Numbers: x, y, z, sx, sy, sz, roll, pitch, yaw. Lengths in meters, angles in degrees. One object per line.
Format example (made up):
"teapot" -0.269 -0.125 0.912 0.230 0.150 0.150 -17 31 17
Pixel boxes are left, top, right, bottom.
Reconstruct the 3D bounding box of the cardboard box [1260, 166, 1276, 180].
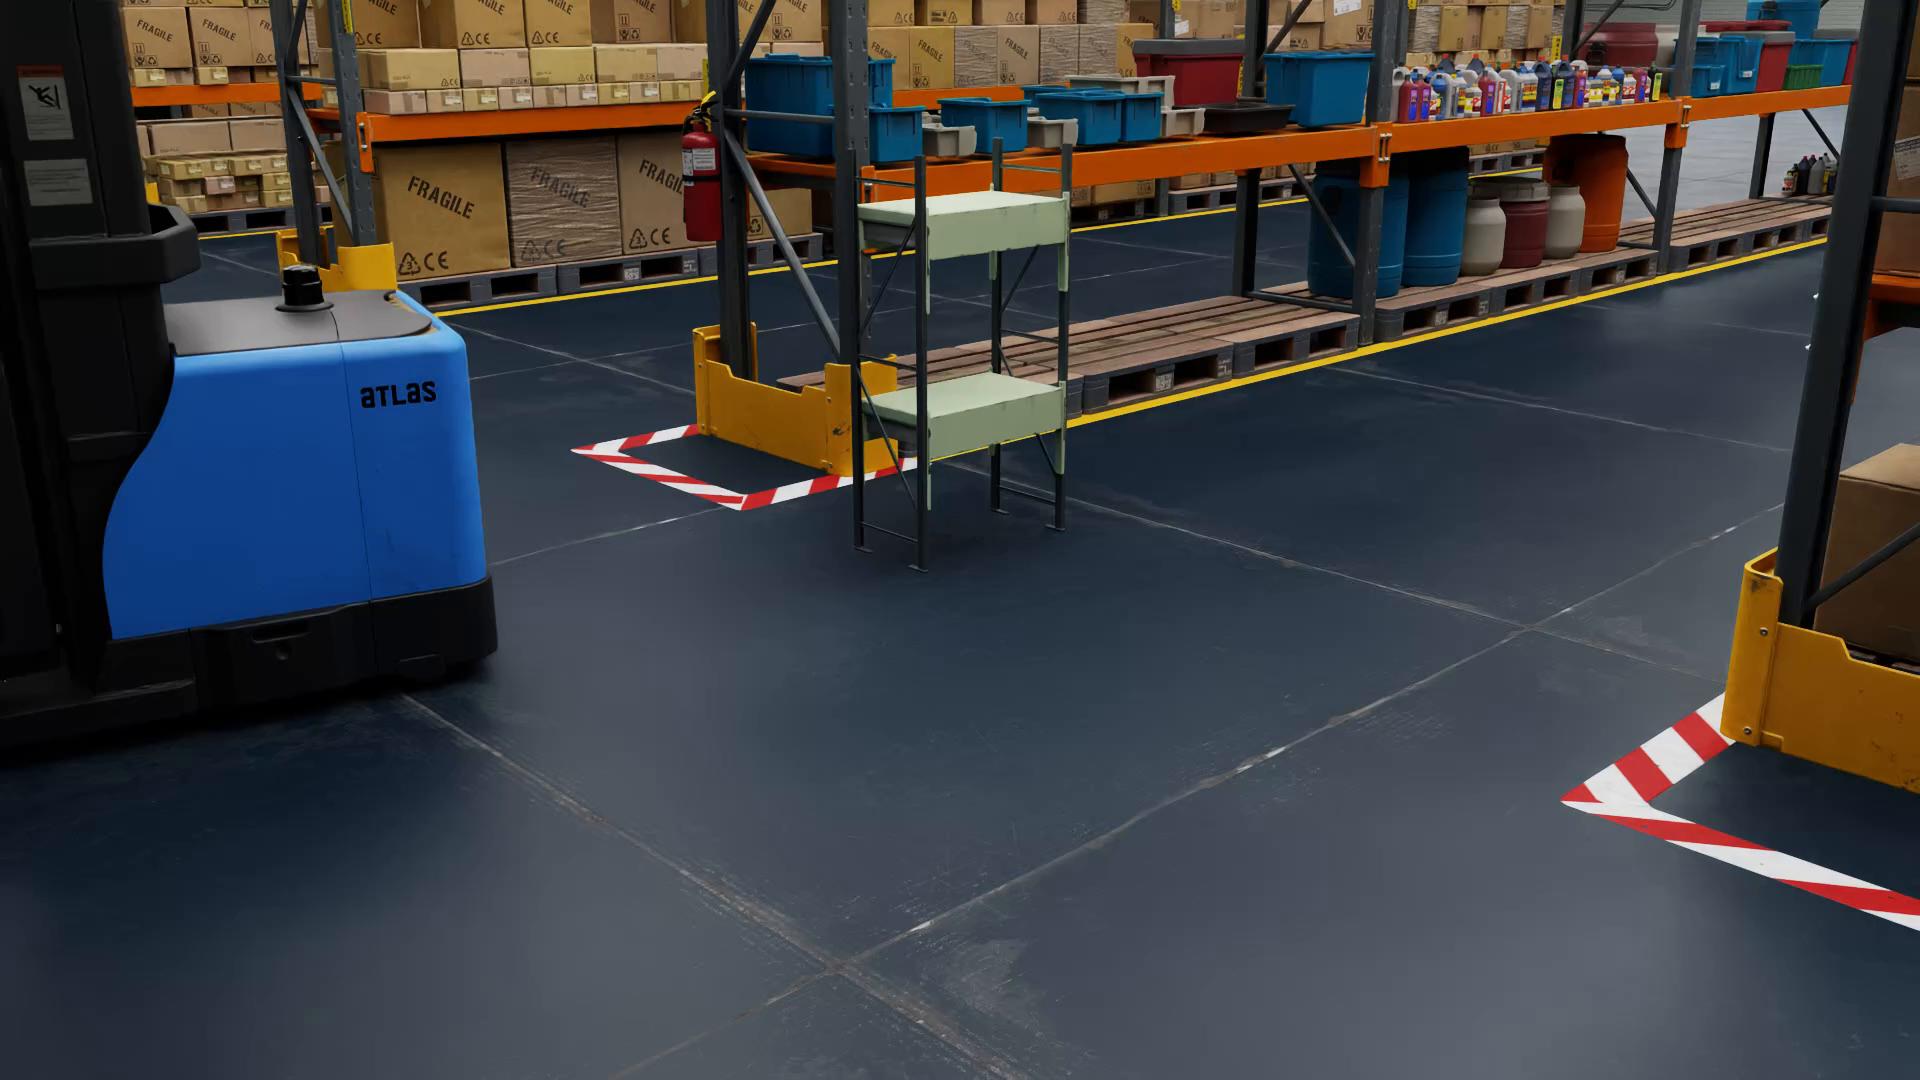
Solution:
"cardboard box" 2.912 -4.086 17.562 0.500 0.500 0.700 -14 23 -36

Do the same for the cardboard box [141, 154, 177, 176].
"cardboard box" -7.299 -3.410 15.116 0.250 0.149 0.380 -16 24 -40

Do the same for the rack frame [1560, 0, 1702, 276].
"rack frame" 5.041 -3.567 12.623 0.127 3.000 1.000 -16 24 -41

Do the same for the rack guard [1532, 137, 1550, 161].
"rack guard" 7.395 -5.167 21.610 0.348 0.500 1.175 -16 24 -41

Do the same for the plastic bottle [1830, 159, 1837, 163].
"plastic bottle" 8.712 -3.672 16.649 0.135 0.276 0.152 -16 24 -40

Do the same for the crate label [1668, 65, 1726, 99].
"crate label" 5.604 -3.493 12.665 0.416 0.233 0.303 -16 24 -41

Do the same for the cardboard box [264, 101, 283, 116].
"cardboard box" -10.238 -6.444 24.869 0.500 0.500 0.500 17 25 42

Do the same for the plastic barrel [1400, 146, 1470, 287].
"plastic barrel" 3.056 -2.182 11.074 0.708 0.901 0.600 -16 24 -41

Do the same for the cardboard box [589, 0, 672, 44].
"cardboard box" -2.530 -3.998 12.497 0.500 0.500 0.500 17 25 42

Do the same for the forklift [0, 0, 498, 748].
"forklift" -2.993 -0.893 4.487 3.031 2.935 1.130 -9 20 -27

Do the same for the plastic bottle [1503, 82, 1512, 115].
"plastic bottle" 3.508 -2.852 10.740 0.097 0.201 0.097 0 18 0

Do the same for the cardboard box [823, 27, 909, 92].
"cardboard box" -0.763 -3.918 13.544 0.500 0.500 0.500 -16 24 -41

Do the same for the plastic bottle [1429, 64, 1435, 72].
"plastic bottle" 3.233 -3.141 11.498 0.133 0.283 0.061 -16 24 -41

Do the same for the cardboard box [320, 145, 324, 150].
"cardboard box" -6.149 -3.737 16.124 0.250 0.149 0.380 -16 24 -41

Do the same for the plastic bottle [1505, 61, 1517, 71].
"plastic bottle" 4.039 -3.376 12.223 0.133 0.283 0.061 -16 24 -41

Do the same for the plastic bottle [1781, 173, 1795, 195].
"plastic bottle" 7.997 -3.439 16.053 0.097 0.201 0.097 0 18 0

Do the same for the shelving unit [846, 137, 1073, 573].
"shelving unit" 0.005 -0.715 6.258 0.755 1.500 0.431 -16 24 -41

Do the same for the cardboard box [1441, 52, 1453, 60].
"cardboard box" 5.435 -5.548 19.139 0.250 0.149 0.380 -16 24 -41

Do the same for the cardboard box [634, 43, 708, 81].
"cardboard box" -2.154 -3.529 12.266 0.500 0.250 0.500 -16 24 -40

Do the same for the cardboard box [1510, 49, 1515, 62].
"cardboard box" 6.488 -5.877 20.156 0.250 0.149 0.380 -16 24 -41

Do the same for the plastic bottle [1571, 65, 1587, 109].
"plastic bottle" 4.209 -3.088 11.335 0.133 0.283 0.061 -16 24 -41

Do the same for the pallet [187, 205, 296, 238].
"pallet" -6.840 -2.969 15.298 1.213 0.211 1.003 -16 24 -41

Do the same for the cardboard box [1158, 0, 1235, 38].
"cardboard box" 2.340 -5.188 16.781 0.500 0.500 0.700 -12 22 -33

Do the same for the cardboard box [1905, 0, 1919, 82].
"cardboard box" 2.763 -1.440 4.279 0.500 0.500 0.500 -17 24 -41

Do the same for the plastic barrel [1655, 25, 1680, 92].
"plastic barrel" 5.641 -3.886 13.425 0.421 0.512 0.421 0 18 0

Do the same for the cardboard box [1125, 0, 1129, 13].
"cardboard box" 1.821 -7.456 22.622 0.550 0.550 0.875 -16 24 -41

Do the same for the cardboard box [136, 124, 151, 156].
"cardboard box" -9.914 -4.542 19.102 0.875 0.438 0.875 -15 24 -39

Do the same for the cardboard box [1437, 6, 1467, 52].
"cardboard box" 5.301 -5.893 19.153 0.500 0.500 0.875 -16 24 -41

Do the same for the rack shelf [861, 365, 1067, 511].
"rack shelf" 0.005 -0.405 6.358 0.720 0.370 0.431 -16 24 -41

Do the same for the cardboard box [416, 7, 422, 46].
"cardboard box" -5.138 -4.876 16.015 0.500 0.500 0.500 -17 25 -42

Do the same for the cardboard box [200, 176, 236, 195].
"cardboard box" -6.715 -3.199 14.946 0.250 0.149 0.380 -16 24 -41

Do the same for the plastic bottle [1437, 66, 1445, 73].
"plastic bottle" 3.301 -3.121 11.457 0.097 0.271 0.097 0 18 0

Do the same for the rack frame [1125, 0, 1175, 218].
"rack frame" 1.638 -4.677 16.046 0.127 3.000 1.000 -16 24 -41

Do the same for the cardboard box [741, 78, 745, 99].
"cardboard box" -1.826 -3.408 12.541 0.250 0.149 0.380 -16 24 -40

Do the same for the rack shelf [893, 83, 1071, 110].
"rack shelf" 0.185 -3.911 14.850 4.000 0.370 1.077 -16 24 -41

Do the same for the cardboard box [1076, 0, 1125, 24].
"cardboard box" 1.095 -5.050 15.409 0.637 0.503 0.797 -15 23 -39

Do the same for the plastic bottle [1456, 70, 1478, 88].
"plastic bottle" 3.301 -2.903 10.777 0.135 0.276 0.152 -16 24 -41

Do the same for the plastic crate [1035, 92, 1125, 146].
"plastic crate" 0.590 -2.078 8.205 0.300 0.233 0.416 -16 24 -41

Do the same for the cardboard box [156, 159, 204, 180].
"cardboard box" -6.895 -3.276 14.703 0.380 0.149 0.250 17 24 41

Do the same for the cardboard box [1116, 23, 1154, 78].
"cardboard box" 1.449 -4.564 15.537 0.500 0.500 0.500 -15 23 -39

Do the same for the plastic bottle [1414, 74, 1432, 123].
"plastic bottle" 2.791 -2.674 10.058 0.133 0.283 0.061 -16 24 -41

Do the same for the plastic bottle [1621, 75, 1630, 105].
"plastic bottle" 4.705 -3.201 11.817 0.097 0.201 0.097 0 18 0

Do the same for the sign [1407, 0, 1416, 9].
"sign" 4.928 -5.952 18.101 0.005 0.325 0.100 -16 24 -41

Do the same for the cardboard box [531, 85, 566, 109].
"cardboard box" -2.945 -3.082 11.533 0.250 0.149 0.380 -17 24 -42

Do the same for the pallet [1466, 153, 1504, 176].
"pallet" 5.895 -4.608 20.355 1.213 0.211 1.003 -16 24 -41

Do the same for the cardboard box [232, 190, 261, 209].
"cardboard box" -6.599 -3.126 15.203 0.250 0.149 0.380 -16 24 -40

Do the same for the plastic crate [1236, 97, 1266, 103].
"plastic crate" 1.698 -2.556 9.835 0.243 0.136 0.396 -16 24 -41

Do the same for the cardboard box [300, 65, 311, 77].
"cardboard box" -6.153 -4.282 15.236 0.250 0.149 0.380 -17 24 -42

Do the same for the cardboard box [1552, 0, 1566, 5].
"cardboard box" 7.221 -6.865 20.529 0.500 0.500 0.500 -16 24 -41

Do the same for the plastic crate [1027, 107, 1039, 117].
"plastic crate" 0.304 -2.178 8.668 0.250 0.136 0.298 -16 24 -41

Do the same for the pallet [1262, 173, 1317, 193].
"pallet" 3.980 -4.033 18.581 1.213 0.211 1.003 -16 24 -41

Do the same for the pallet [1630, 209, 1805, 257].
"pallet" 6.516 -2.653 14.326 1.213 0.211 1.003 -16 24 -41

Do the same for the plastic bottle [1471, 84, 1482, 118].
"plastic bottle" 3.243 -2.775 10.502 0.097 0.201 0.097 0 18 0

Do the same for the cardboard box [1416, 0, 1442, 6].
"cardboard box" 5.046 -6.228 18.563 0.500 0.500 0.500 -16 24 -41
